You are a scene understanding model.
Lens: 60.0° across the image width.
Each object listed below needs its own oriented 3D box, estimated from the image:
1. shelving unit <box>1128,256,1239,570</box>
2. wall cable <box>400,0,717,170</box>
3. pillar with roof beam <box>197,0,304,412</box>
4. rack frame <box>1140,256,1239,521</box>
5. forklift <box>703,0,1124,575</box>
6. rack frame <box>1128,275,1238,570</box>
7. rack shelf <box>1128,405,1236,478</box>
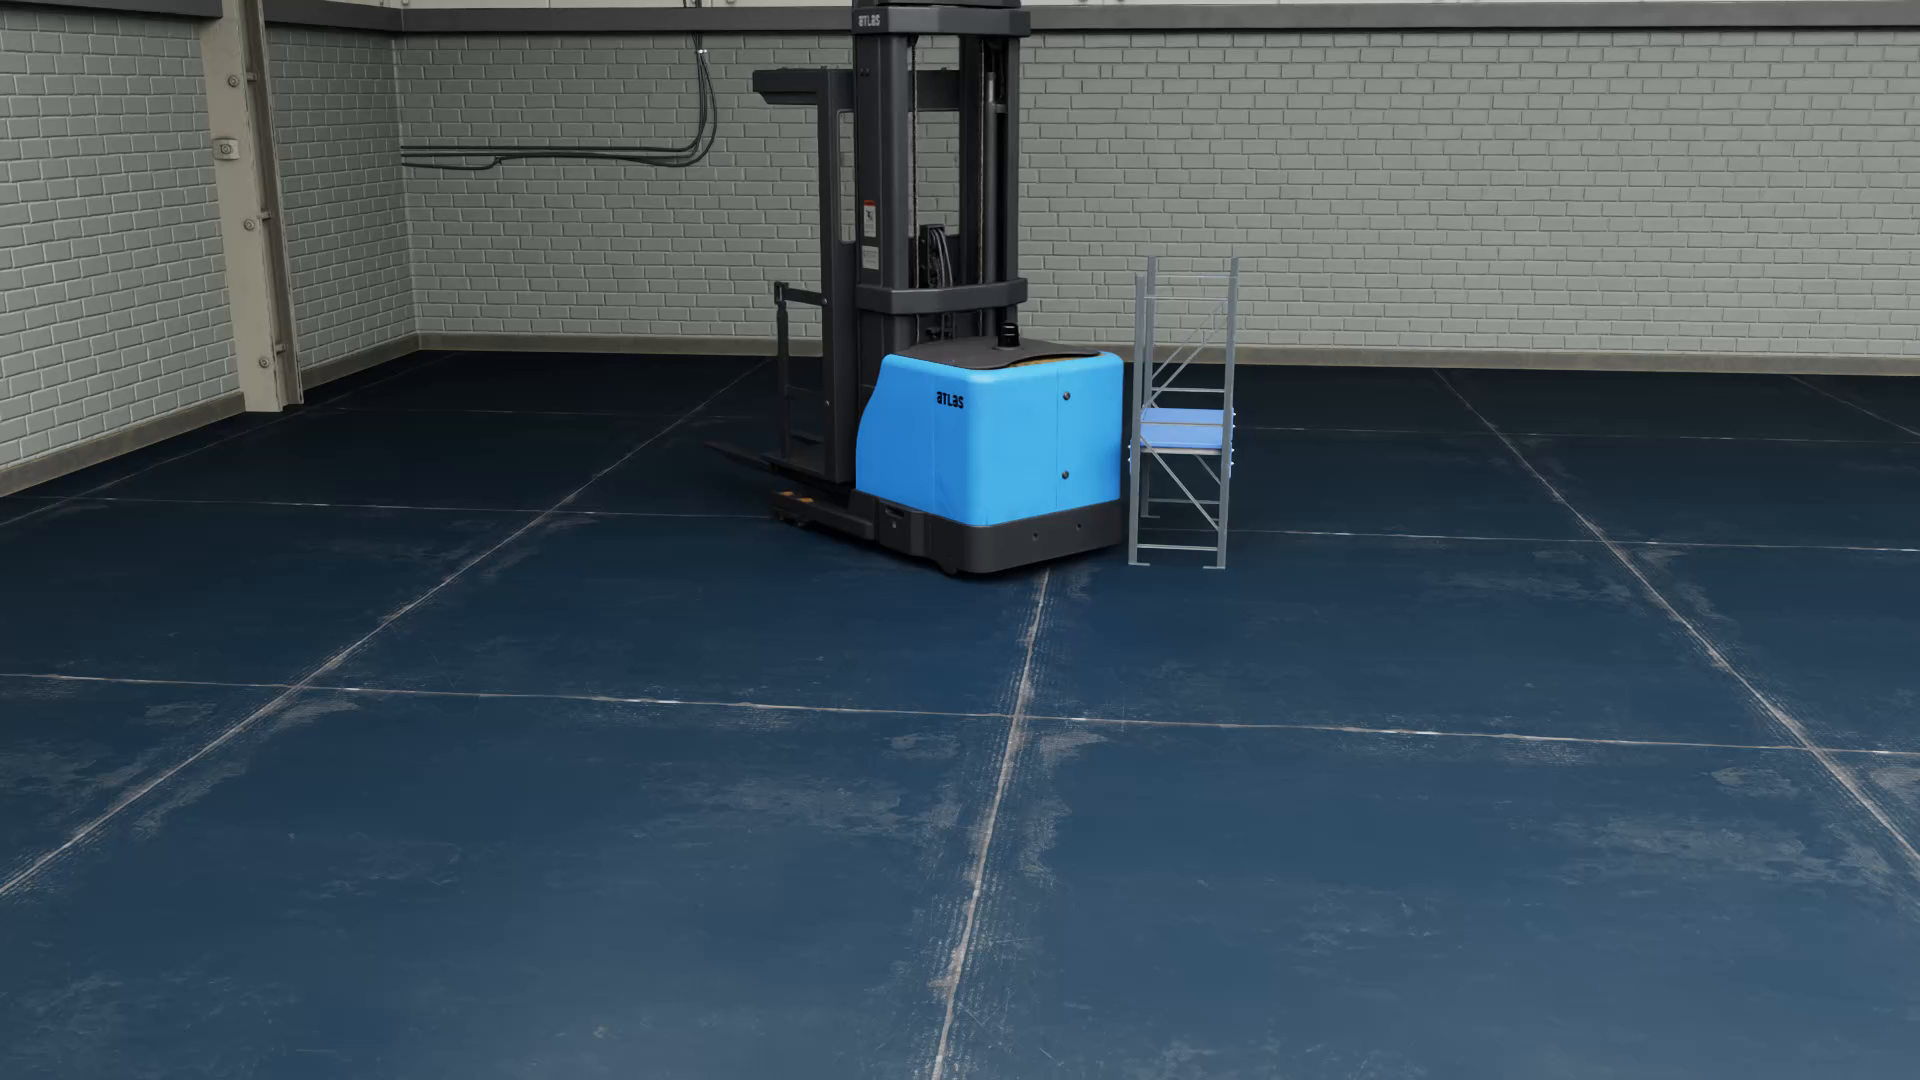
[{"bbox_3d":[1.210,-0.716,8.937,0.538,1.500,1.048,3,15,9],"label":"shelving unit"},{"bbox_3d":[-3.731,-4.614,14.936,3.097,2.526,0.112,2,15,6],"label":"wall cable"},{"bbox_3d":[-1.100,-5.261,11.380,9.100,9.000,0.400,2,15,6],"label":"pillar with roof beam"},{"bbox_3d":[1.294,-0.847,9.421,0.500,1.500,0.032,3,15,9],"label":"rack frame"},{"bbox_3d":[-0.442,-1.563,9.328,1.130,2.935,3.031,-12,19,-37],"label":"forklift"},{"bbox_3d":[1.126,-0.585,8.453,0.500,1.500,0.032,3,15,9],"label":"rack frame"},{"bbox_3d":[1.210,-0.542,8.984,0.538,0.185,1.000,3,15,9],"label":"rack shelf"}]
